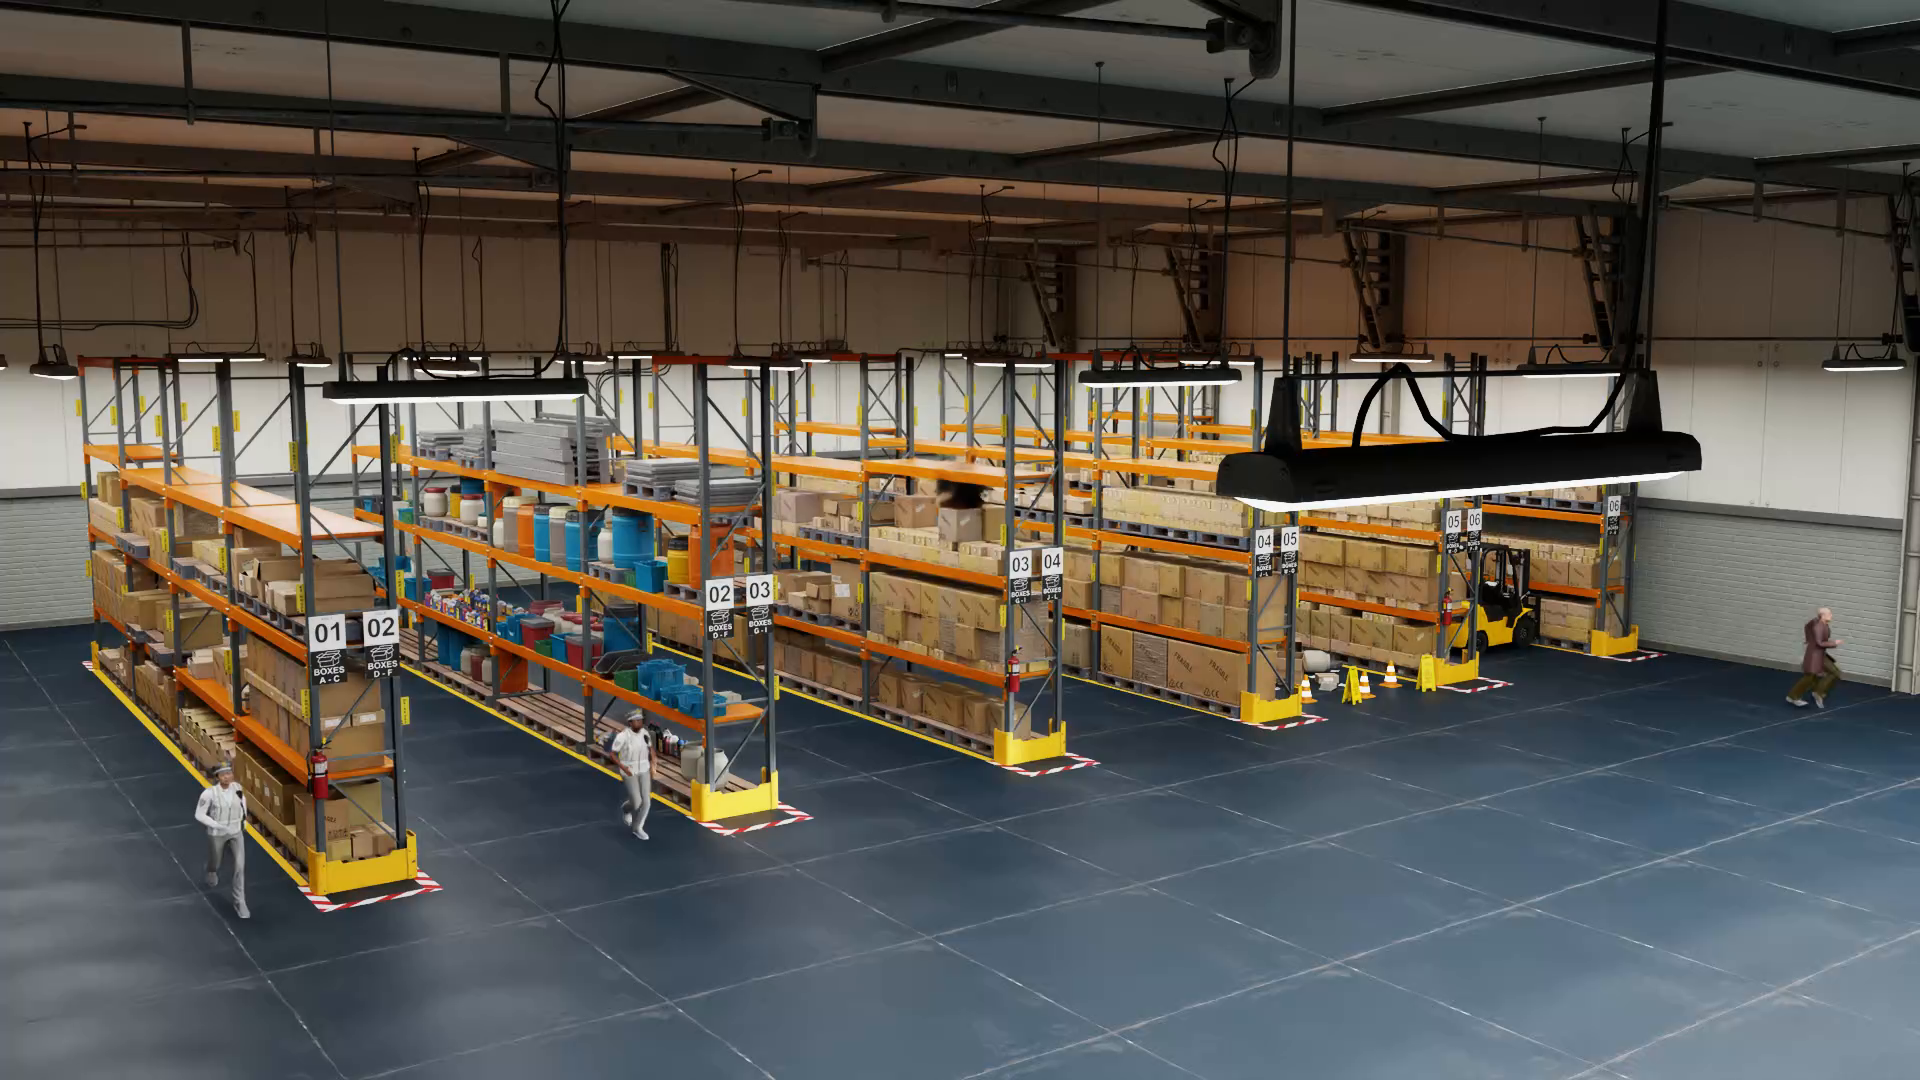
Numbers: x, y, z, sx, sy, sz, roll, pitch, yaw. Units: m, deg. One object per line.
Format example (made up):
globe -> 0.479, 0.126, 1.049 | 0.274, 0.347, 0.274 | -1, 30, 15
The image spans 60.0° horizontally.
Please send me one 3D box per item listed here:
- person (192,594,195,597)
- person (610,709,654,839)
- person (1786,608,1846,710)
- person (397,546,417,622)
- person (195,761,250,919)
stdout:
person -> -15.597, 1.394, 33.410 | 0.823, 1.780, 0.672 | 1, 7, 8
person -> -4.153, 2.958, 21.198 | 0.610, 1.670, 0.523 | -5, 9, -37
person -> 14.615, 2.018, 28.375 | 0.886, 1.773, 0.752 | 5, 9, 36
person -> -12.373, 0.998, 37.075 | 0.653, 1.752, 0.724 | -4, 8, -32
person -> -8.185, 3.272, 18.487 | 0.589, 1.693, 1.094 | -5, 9, -37
